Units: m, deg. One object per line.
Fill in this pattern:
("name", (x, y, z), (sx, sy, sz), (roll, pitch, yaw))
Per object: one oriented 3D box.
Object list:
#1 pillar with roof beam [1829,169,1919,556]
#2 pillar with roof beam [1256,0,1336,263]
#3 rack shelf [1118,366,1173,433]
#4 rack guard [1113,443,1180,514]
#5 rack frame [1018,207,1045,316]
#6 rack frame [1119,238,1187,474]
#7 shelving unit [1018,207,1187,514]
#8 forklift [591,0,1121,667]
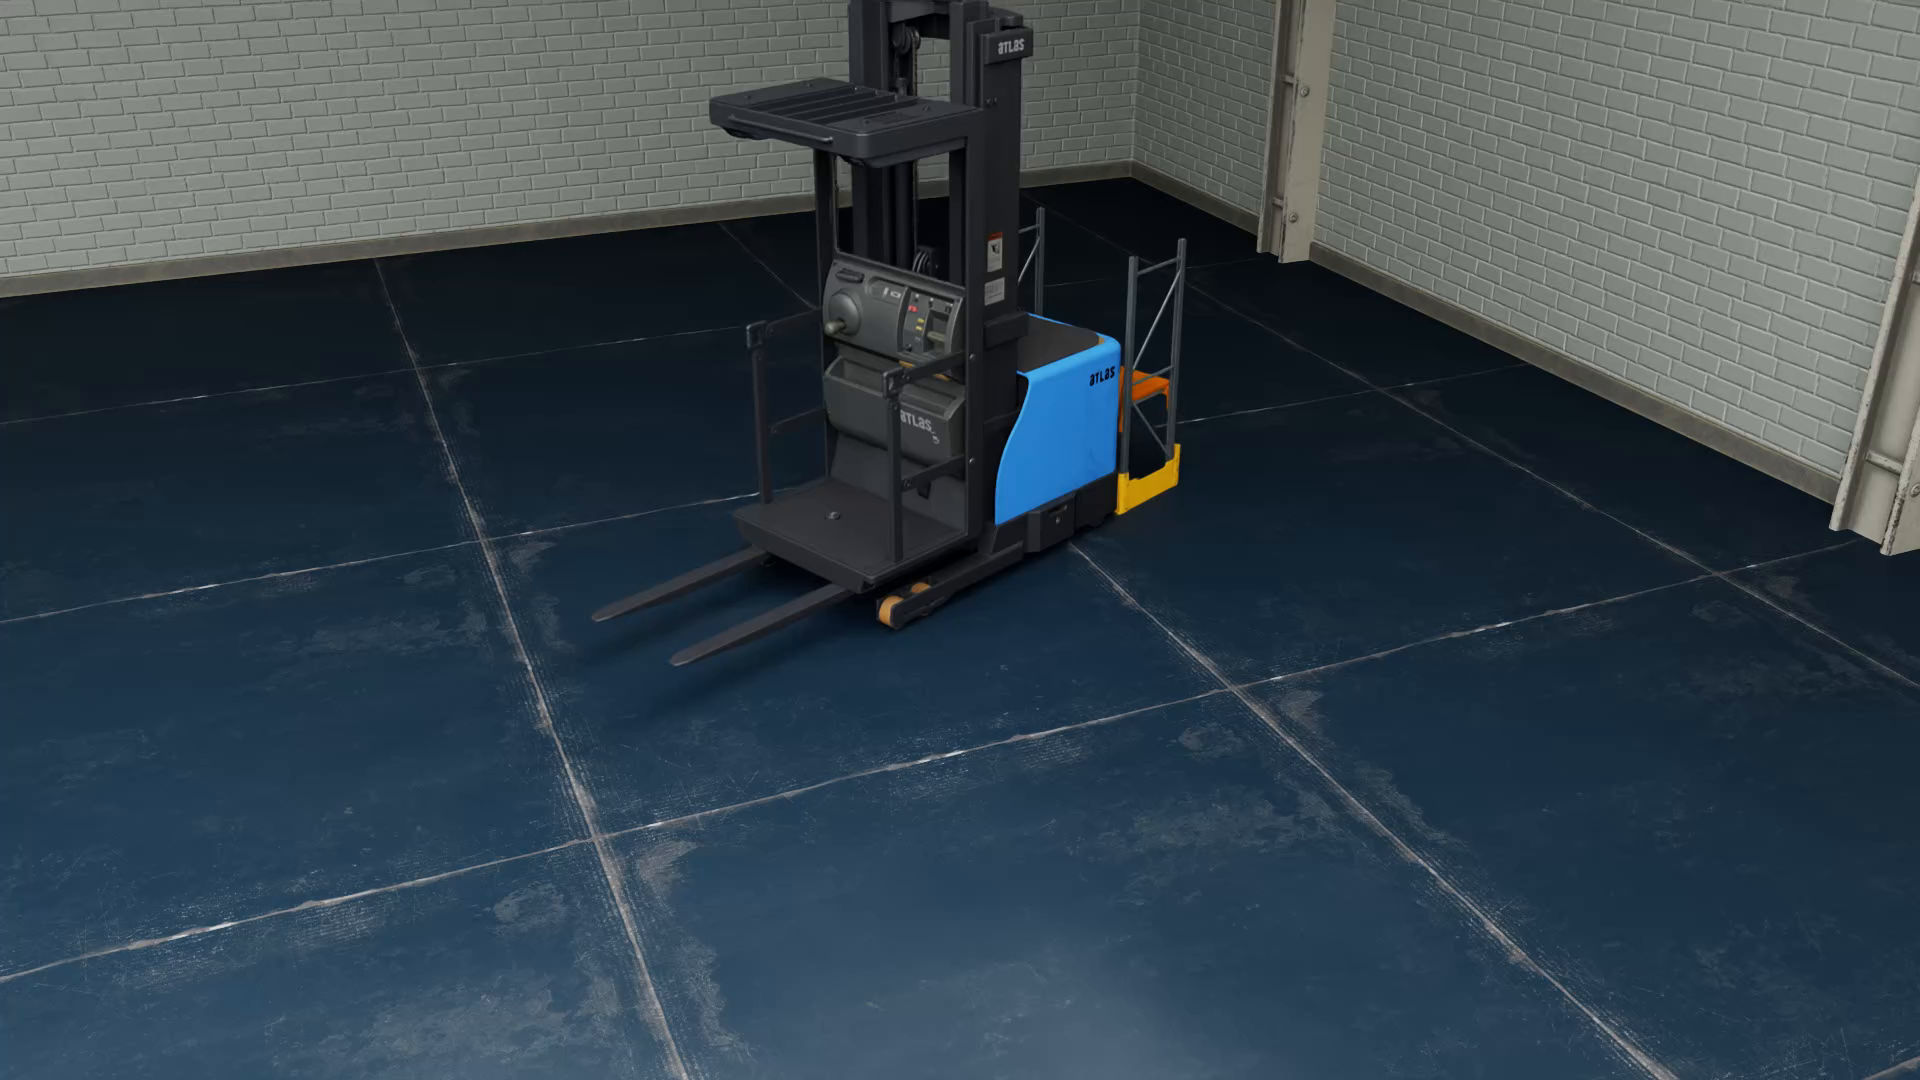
("pillar with roof beam", (1.164, -3.323, 5.800), (9.100, 9.000, 0.400), (-11, 28, -21))
("pillar with roof beam", (-1.186, -5.746, 10.761), (9.100, 9.000, 0.400), (-11, 28, -21))
("rack shelf", (0.708, -0.914, 9.822), (1.000, 0.185, 0.538), (21, 33, 37))
("rack guard", (1.086, -0.366, 9.714), (0.087, 0.250, 0.587), (21, 33, 37))
("rack frame", (0.328, -1.223, 10.046), (0.032, 1.500, 0.500), (21, 33, 37))
("rack frame", (1.087, -0.927, 9.439), (0.032, 1.500, 0.500), (21, 33, 37))
("shelving unit", (0.714, -1.073, 9.737), (1.083, 1.500, 0.587), (21, 33, 37))
("forklift", (-0.489, -1.125, 8.213), (1.130, 2.935, 3.031), (23, 34, 38))
